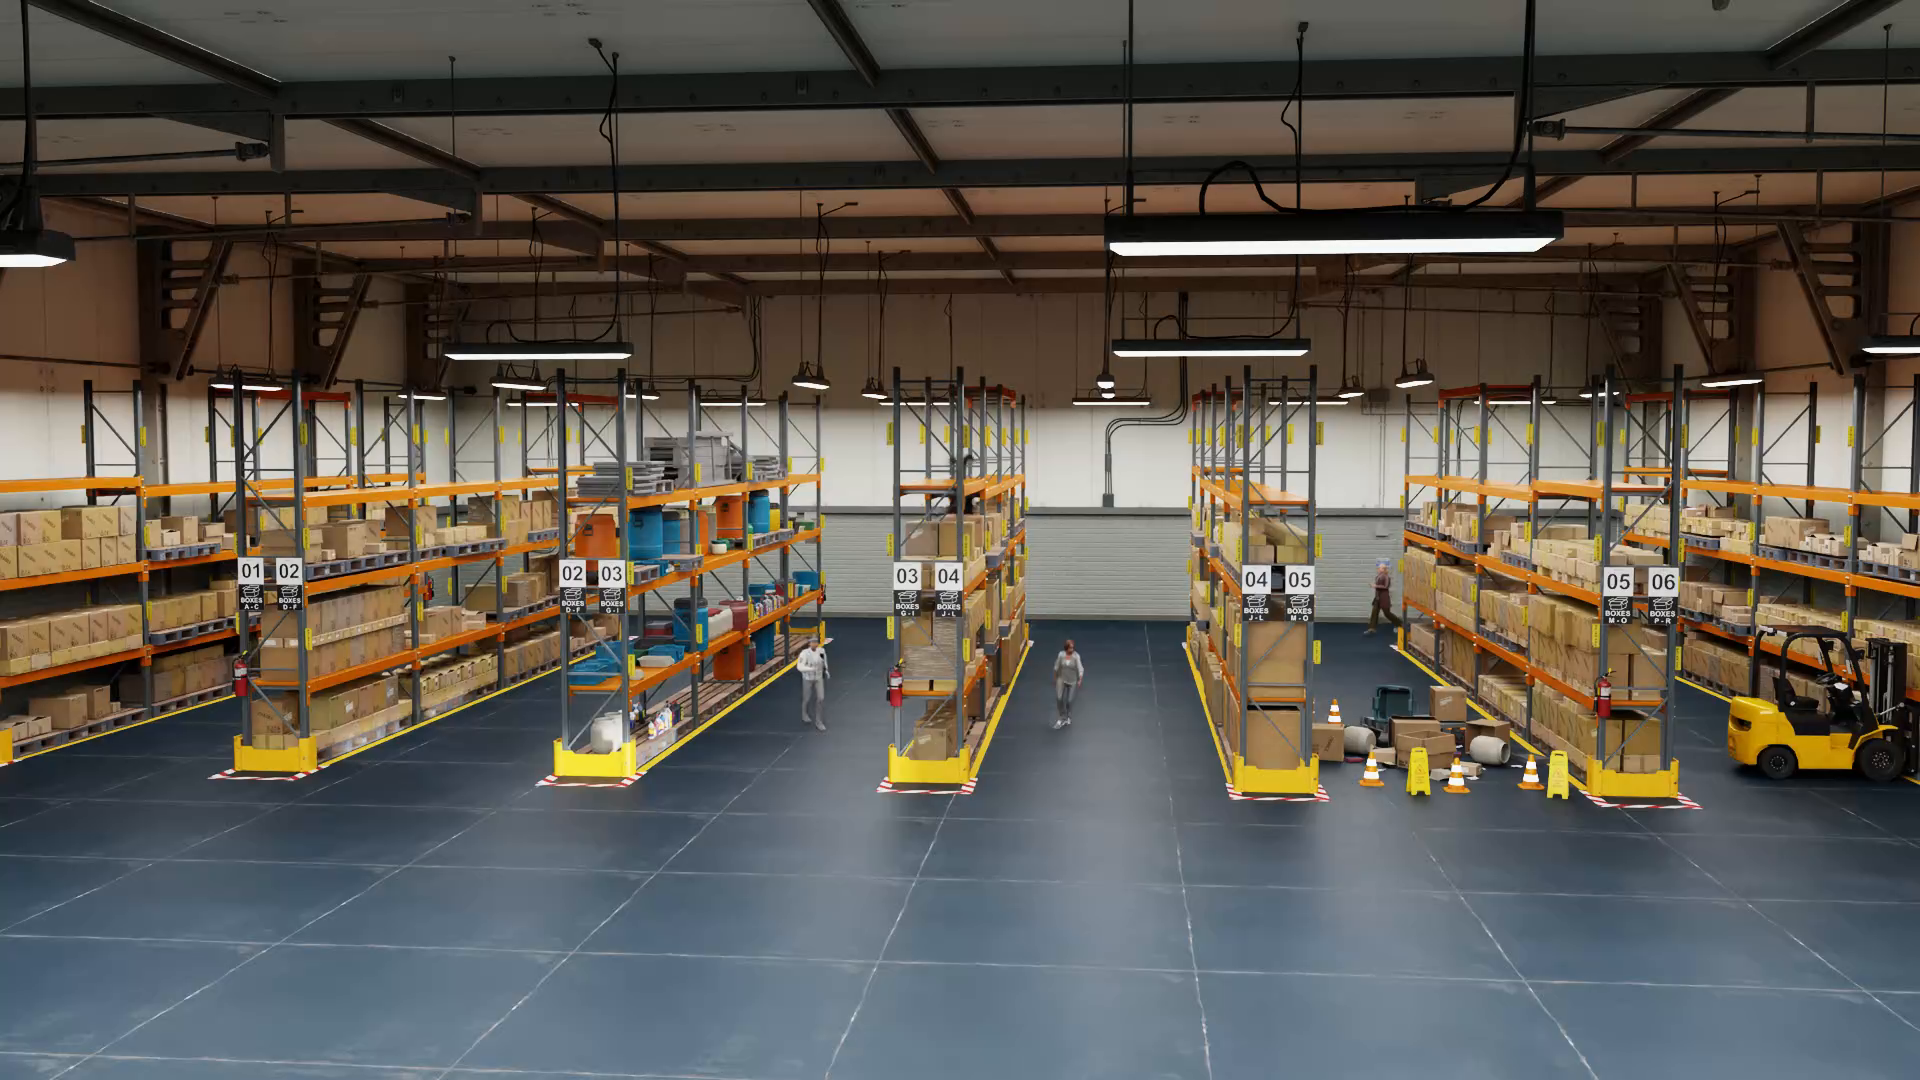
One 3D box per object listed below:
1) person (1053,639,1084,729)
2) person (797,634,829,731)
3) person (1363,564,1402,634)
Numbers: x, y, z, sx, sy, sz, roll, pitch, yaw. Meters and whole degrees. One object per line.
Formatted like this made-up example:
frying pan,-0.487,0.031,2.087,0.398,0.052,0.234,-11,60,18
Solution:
person,1.869,2.459,28.671,0.521,1.532,0.742,0,4,3
person,-2.524,2.410,28.533,0.599,1.666,0.941,-1,4,-16
person,10.651,1.481,41.816,1.067,1.768,0.706,-1,4,-13
